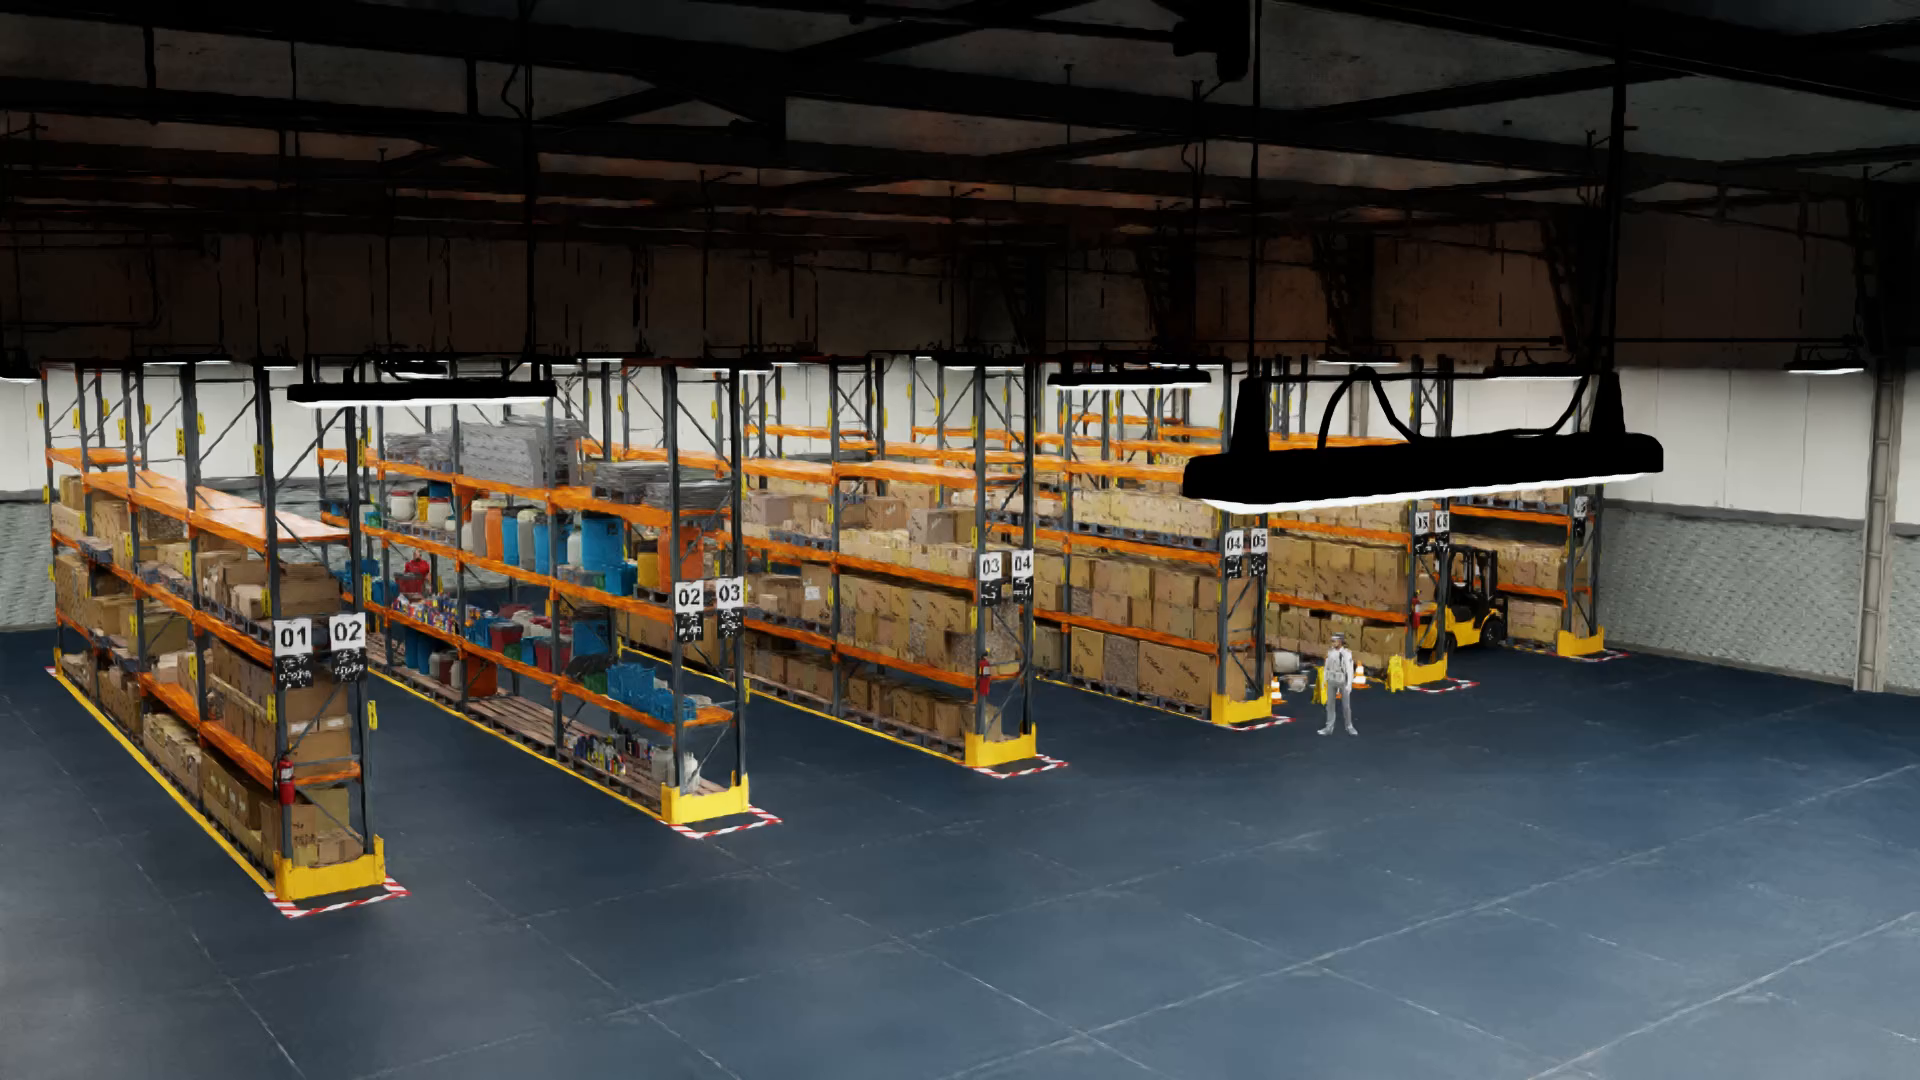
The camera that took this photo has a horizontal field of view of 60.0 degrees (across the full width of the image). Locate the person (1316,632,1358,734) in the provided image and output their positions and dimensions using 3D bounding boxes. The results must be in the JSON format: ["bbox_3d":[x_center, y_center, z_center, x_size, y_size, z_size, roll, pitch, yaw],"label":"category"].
[{"bbox_3d":[6.099,2.298,26.748,0.588,1.667,0.508,6,9,40],"label":"person"}]

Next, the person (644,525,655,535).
[{"bbox_3d":[-7.981,0.396,42.281,0.524,1.748,0.736,1,7,8],"label":"person"}]

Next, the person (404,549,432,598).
[{"bbox_3d":[-12.121,1.031,37.242,0.546,1.666,1.040,-5,9,-37],"label":"person"}]
